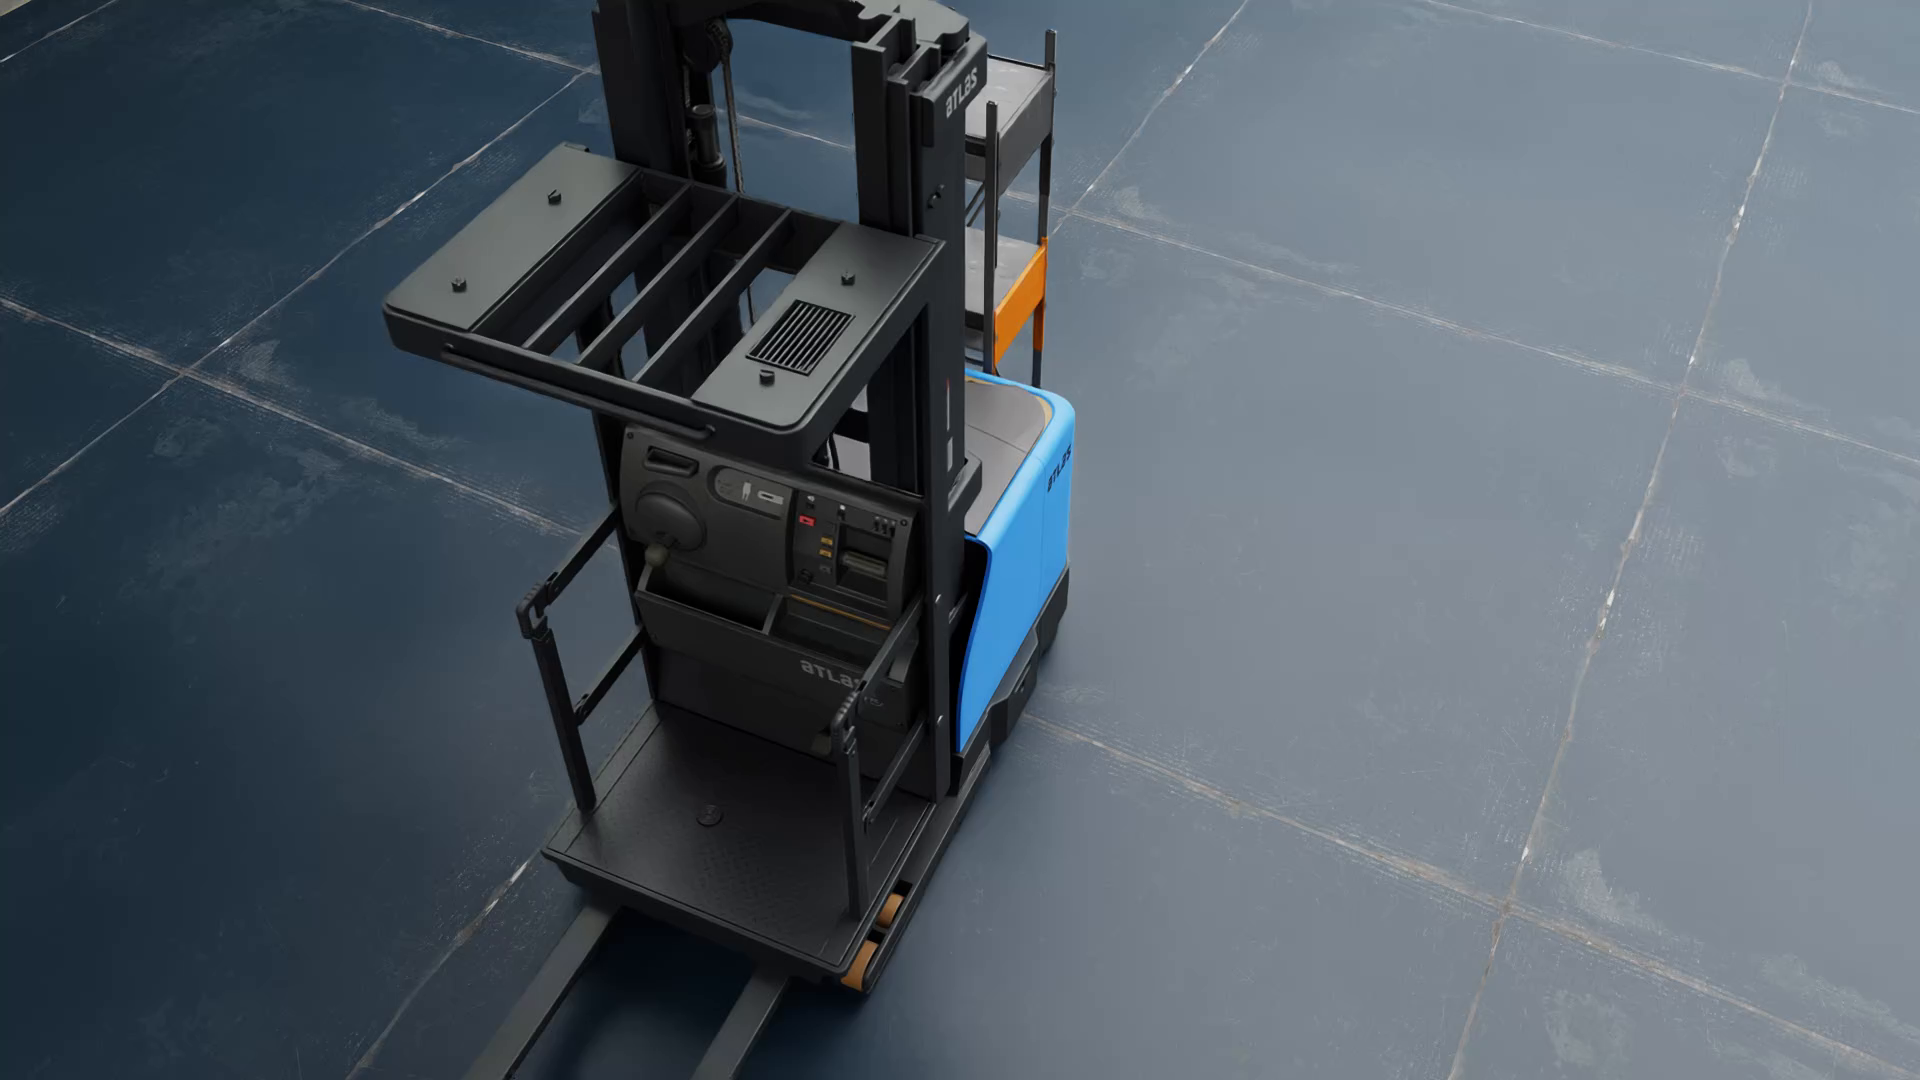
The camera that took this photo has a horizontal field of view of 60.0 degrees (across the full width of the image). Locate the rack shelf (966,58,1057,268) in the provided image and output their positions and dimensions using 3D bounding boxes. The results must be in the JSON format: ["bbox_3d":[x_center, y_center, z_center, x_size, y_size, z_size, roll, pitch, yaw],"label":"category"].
[{"bbox_3d":[0.032,-1.307,5.601,0.431,0.518,0.480,18,48,17],"label":"rack shelf"}]

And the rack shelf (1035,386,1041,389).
[{"bbox_3d":[0.032,-0.323,6.596,0.431,0.518,0.480,18,48,17],"label":"rack shelf"}]

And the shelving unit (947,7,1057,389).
[{"bbox_3d":[0.032,-0.825,6.089,0.431,2.100,0.503,18,48,17],"label":"shelving unit"}]

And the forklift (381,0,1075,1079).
[{"bbox_3d":[-0.651,0.052,4.638,1.130,2.935,3.031,18,48,17],"label":"forklift"}]

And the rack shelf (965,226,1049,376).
[{"bbox_3d":[0.032,-0.815,6.099,0.431,0.518,0.480,18,48,17],"label":"rack shelf"}]

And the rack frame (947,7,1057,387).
[{"bbox_3d":[0.132,-0.983,6.245,0.400,2.100,0.015,18,48,17],"label":"rack frame"}]

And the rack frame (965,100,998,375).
[{"bbox_3d":[-0.067,-0.666,5.932,0.400,2.100,0.015,18,48,17],"label":"rack frame"}]
